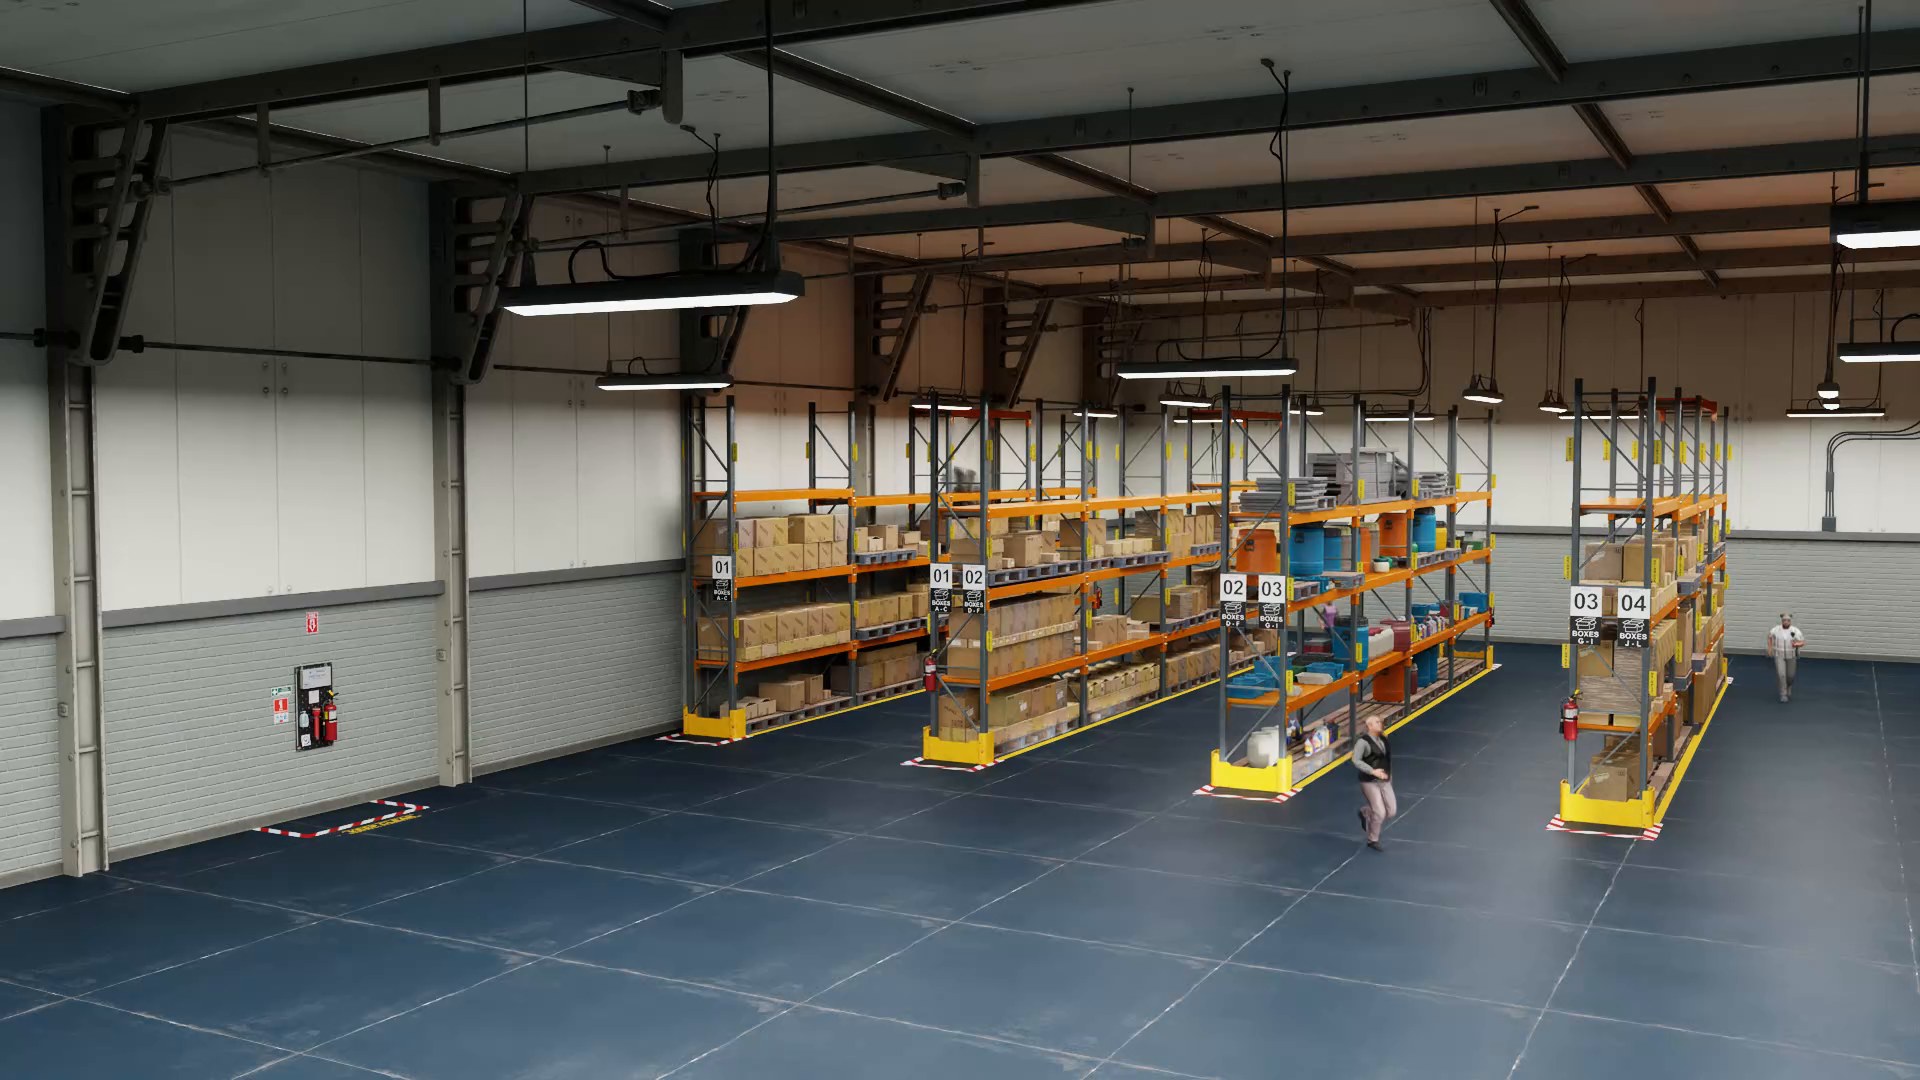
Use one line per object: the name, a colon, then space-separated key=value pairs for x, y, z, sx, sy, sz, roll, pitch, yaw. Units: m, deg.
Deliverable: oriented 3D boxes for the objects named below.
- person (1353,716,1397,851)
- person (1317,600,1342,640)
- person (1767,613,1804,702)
person: x=5.239 y=3.062 z=21.055 sx=0.691 sy=1.686 sz=0.609 roll=-2 pitch=4 yaw=-37
person: x=8.998 y=2.118 z=40.219 sx=0.597 sy=1.556 sz=0.475 roll=-1 pitch=3 yaw=-14
person: x=16.635 y=2.338 z=33.510 sx=0.665 sy=1.760 sz=0.939 roll=1 pitch=3 yaw=23
